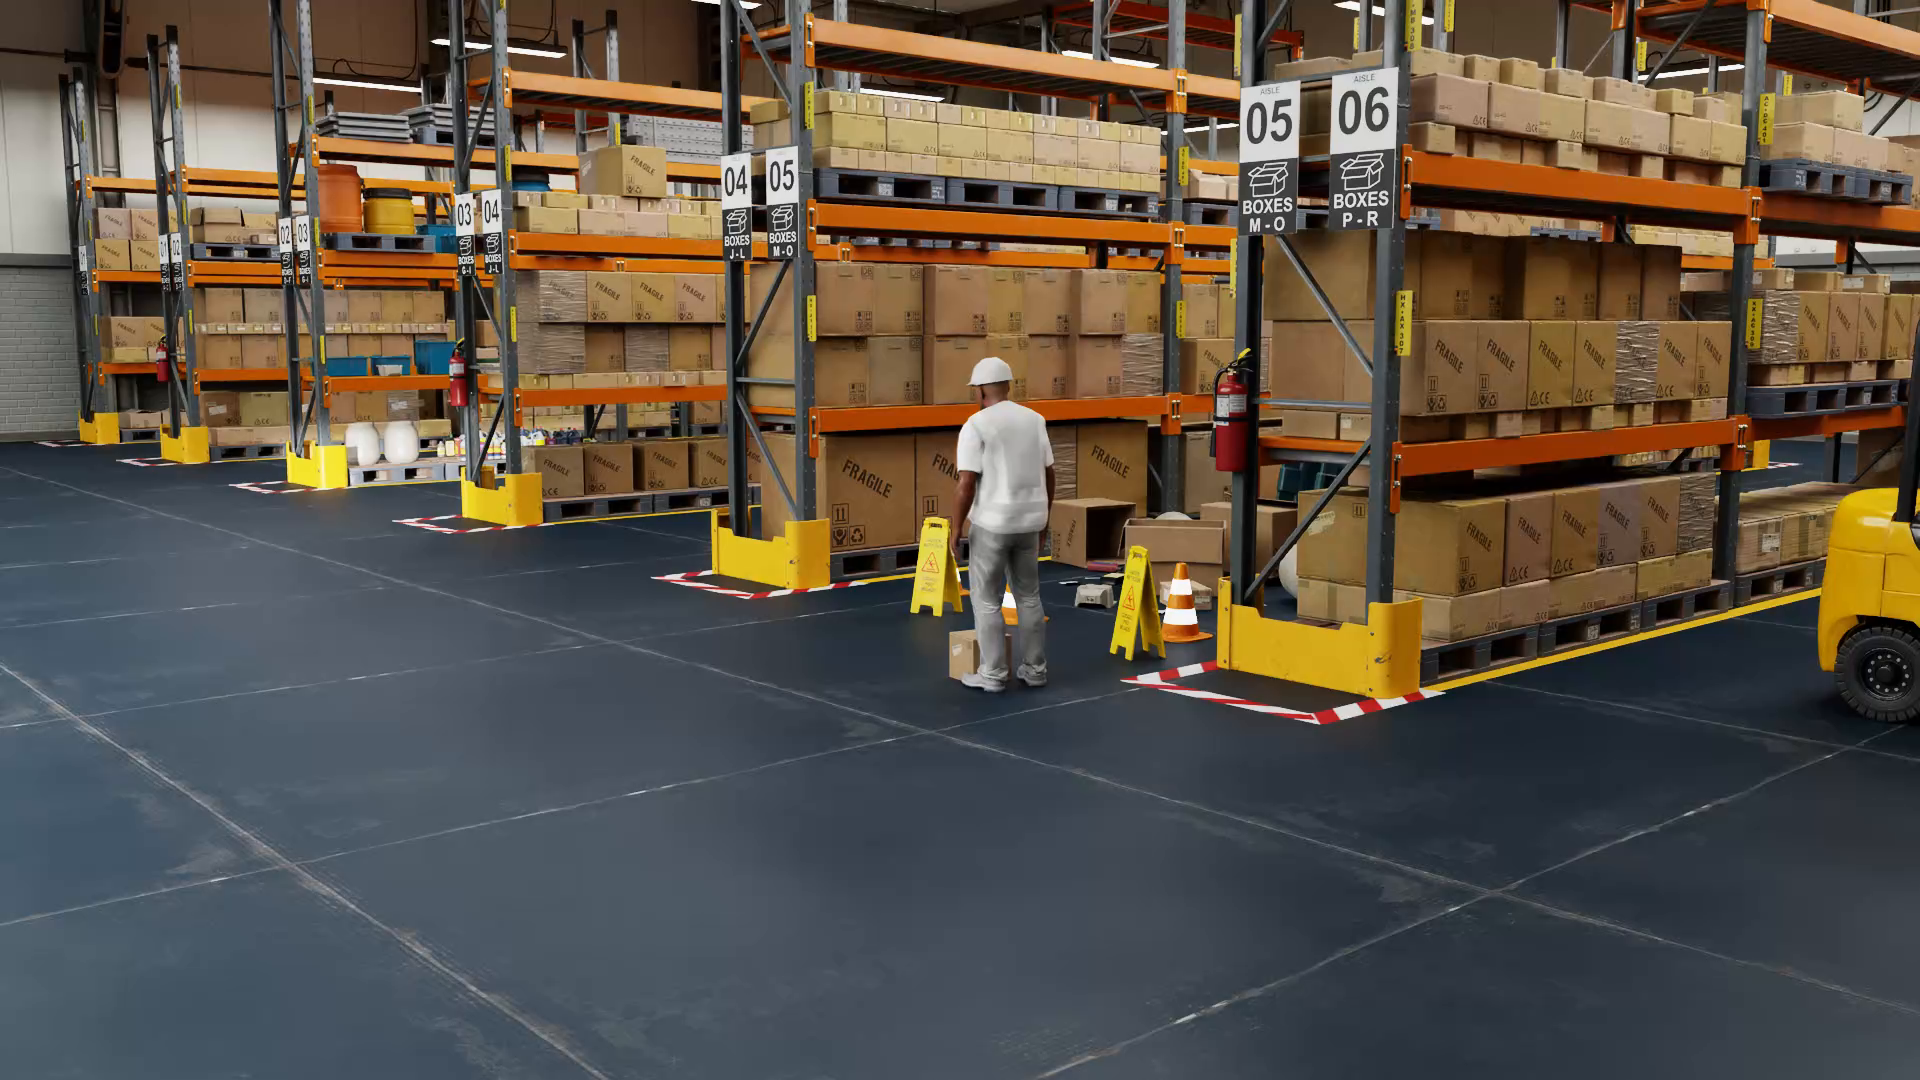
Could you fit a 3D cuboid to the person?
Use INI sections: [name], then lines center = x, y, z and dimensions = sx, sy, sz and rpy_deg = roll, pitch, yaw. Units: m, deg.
[person]
center = 0.222, -0.086, 8.820
dimensions = 0.635, 1.760, 0.457
rpy_deg = -5, 9, -33
